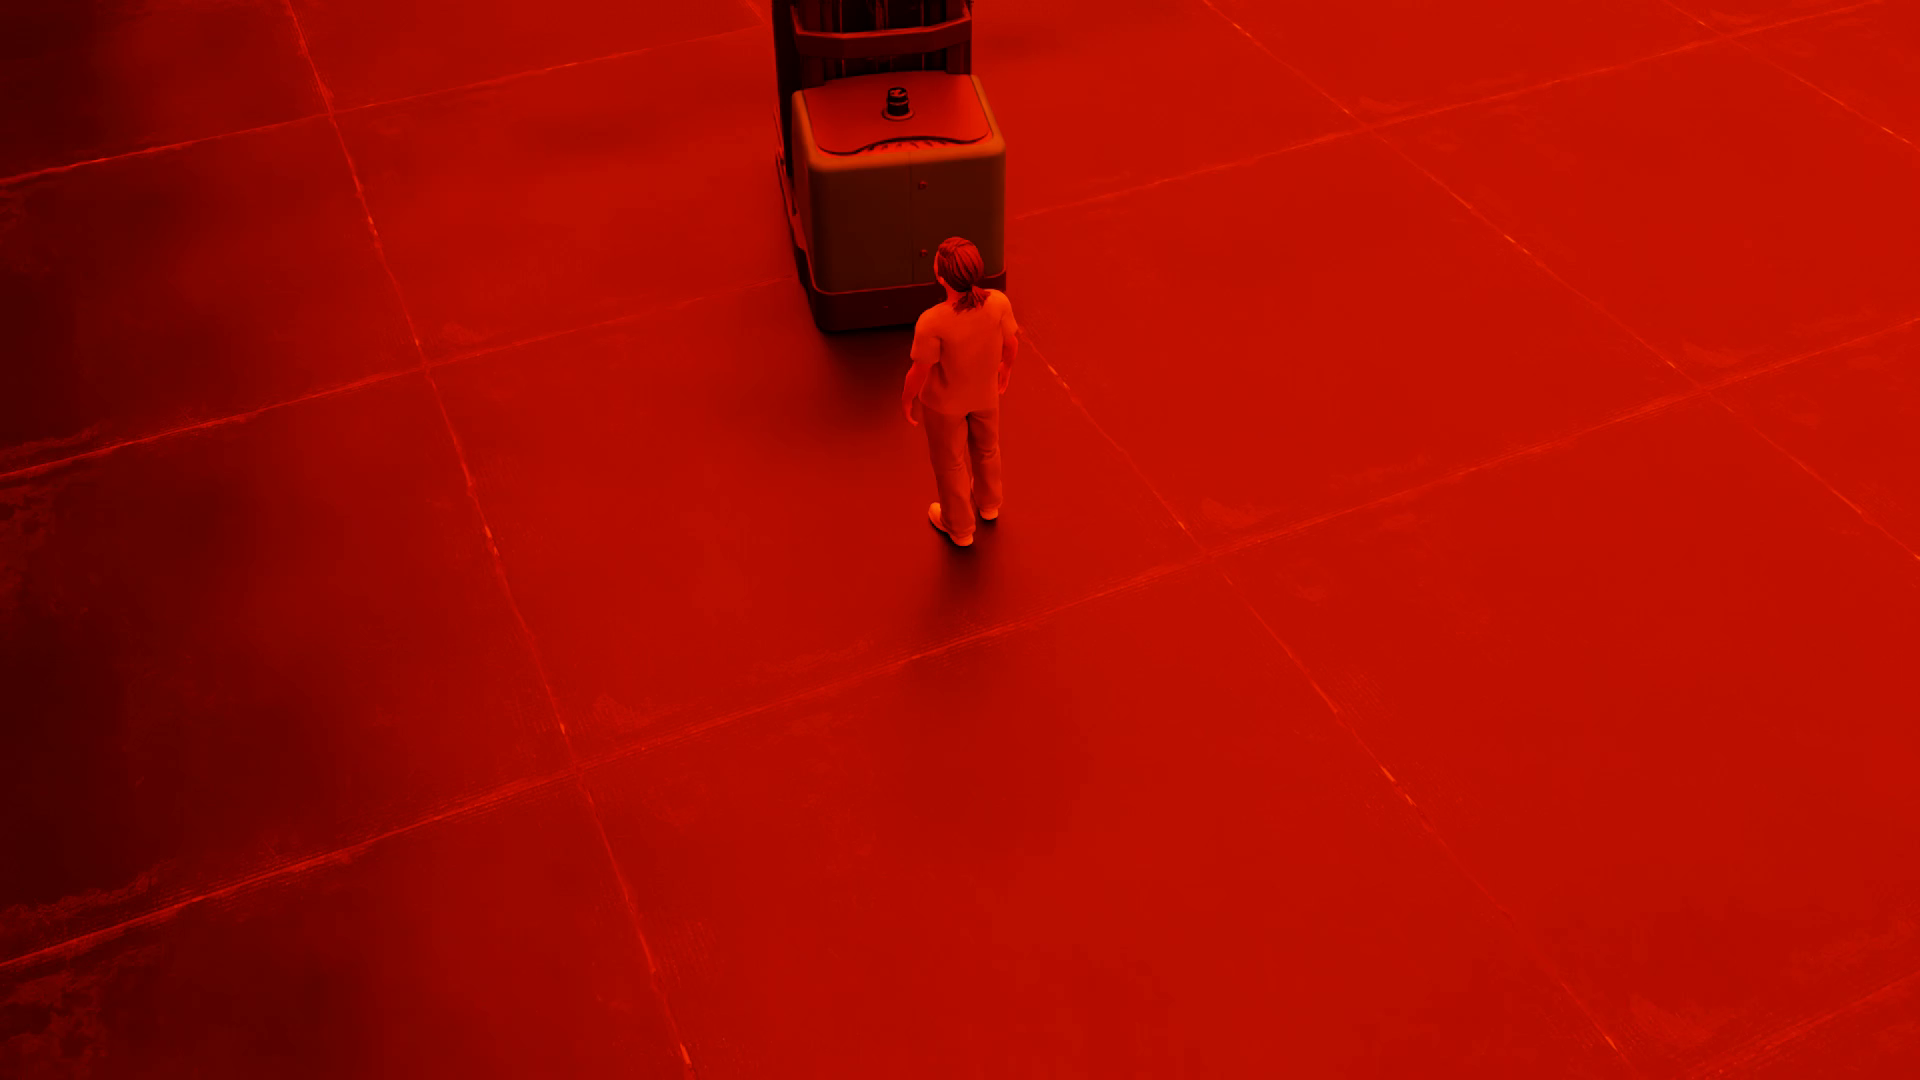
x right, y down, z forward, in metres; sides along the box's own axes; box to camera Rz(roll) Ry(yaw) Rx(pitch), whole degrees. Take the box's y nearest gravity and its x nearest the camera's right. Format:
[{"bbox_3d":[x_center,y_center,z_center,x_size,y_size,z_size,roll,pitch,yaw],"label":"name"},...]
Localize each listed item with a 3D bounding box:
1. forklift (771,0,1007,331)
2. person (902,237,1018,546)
[{"bbox_3d":[-0.524,-3.209,9.119,1.130,2.935,3.031,-7,44,-8],"label":"forklift"},{"bbox_3d":[-0.018,-0.668,7.304,0.549,1.675,0.549,-18,46,-18],"label":"person"}]
